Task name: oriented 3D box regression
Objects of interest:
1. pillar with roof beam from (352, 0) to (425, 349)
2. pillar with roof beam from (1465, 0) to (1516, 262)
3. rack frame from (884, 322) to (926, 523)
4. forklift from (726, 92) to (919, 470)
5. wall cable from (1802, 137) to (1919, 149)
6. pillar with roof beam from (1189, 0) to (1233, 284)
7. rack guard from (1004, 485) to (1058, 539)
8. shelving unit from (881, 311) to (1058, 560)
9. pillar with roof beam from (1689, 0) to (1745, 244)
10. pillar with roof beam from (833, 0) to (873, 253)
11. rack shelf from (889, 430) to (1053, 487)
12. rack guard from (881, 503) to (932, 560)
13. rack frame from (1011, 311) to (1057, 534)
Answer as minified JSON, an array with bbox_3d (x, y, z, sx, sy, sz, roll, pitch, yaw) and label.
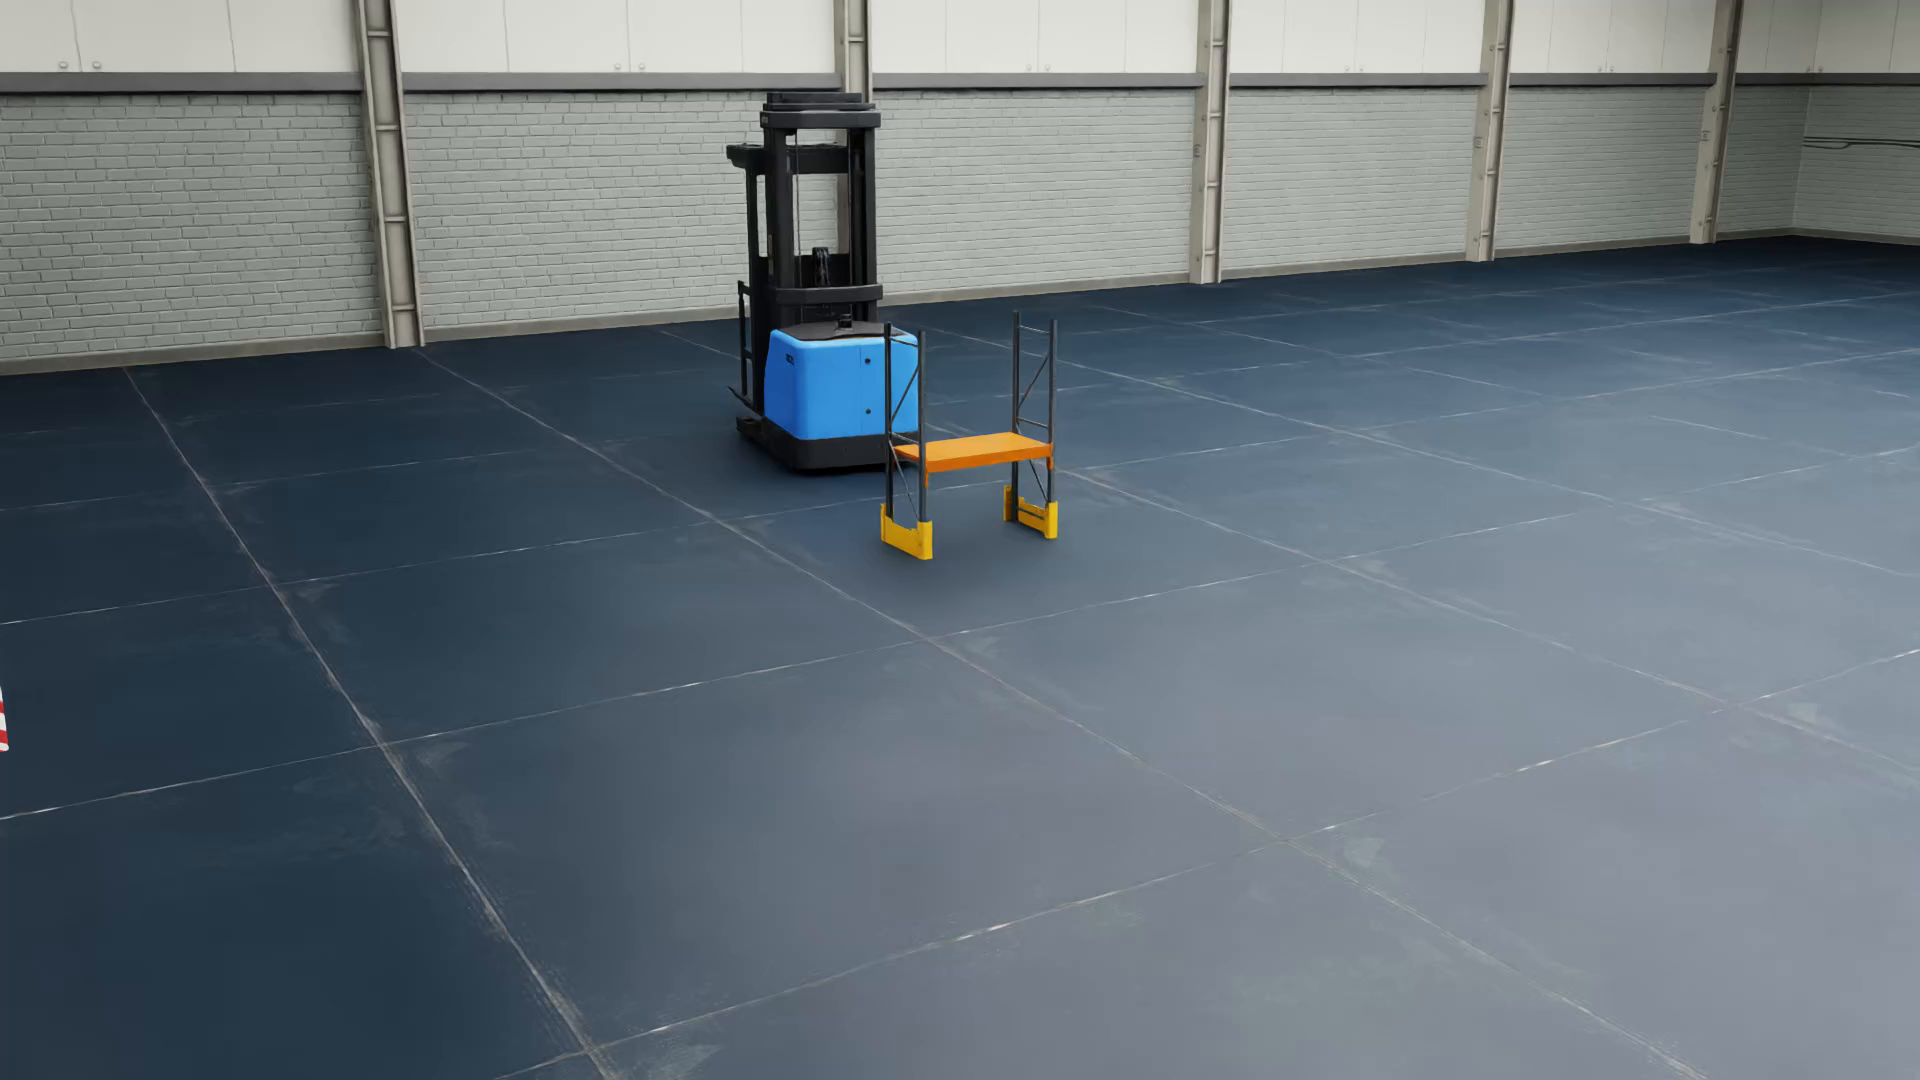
[{"bbox_3d":[-4.317,-5.625,14.805,0.400,9.000,9.100,-9,18,-30],"label":"pillar with roof beam"},{"bbox_3d":[11.113,-8.127,23.731,0.400,9.000,9.100,-9,18,-30],"label":"pillar with roof beam"},{"bbox_3d":[-0.363,-0.663,10.998,0.032,1.500,0.500,-9,18,-30],"label":"rack frame"},{"bbox_3d":[-1.335,-2.323,14.265,1.130,2.935,3.031,-6,17,-21],"label":"forklift"},{"bbox_3d":[17.245,-8.566,31.048,0.112,2.526,3.097,-9,18,-30],"label":"wall cable"},{"bbox_3d":[5.970,-7.293,20.756,0.400,9.000,9.100,-9,18,-30],"label":"pillar with roof beam"},{"bbox_3d":[0.492,-0.200,11.661,0.087,0.250,0.587,-9,18,-30],"label":"rack guard"},{"bbox_3d":[0.065,-0.733,11.245,1.083,1.500,0.587,-9,18,-30],"label":"shelving unit"},{"bbox_3d":[16.256,-8.961,26.706,0.400,9.000,9.100,-9,18,-30],"label":"pillar with roof beam"},{"bbox_3d":[0.827,-6.459,17.780,0.400,9.000,9.100,-9,18,-30],"label":"pillar with roof beam"},{"bbox_3d":[0.073,-0.561,11.298,1.000,0.185,0.538,-9,18,-30],"label":"rack shelf"},{"bbox_3d":[-0.362,-0.062,11.167,0.087,0.250,0.587,-9,18,-30],"label":"rack guard"},{"bbox_3d":[0.509,-0.805,11.502,0.032,1.500,0.500,-9,18,-30],"label":"rack frame"}]
